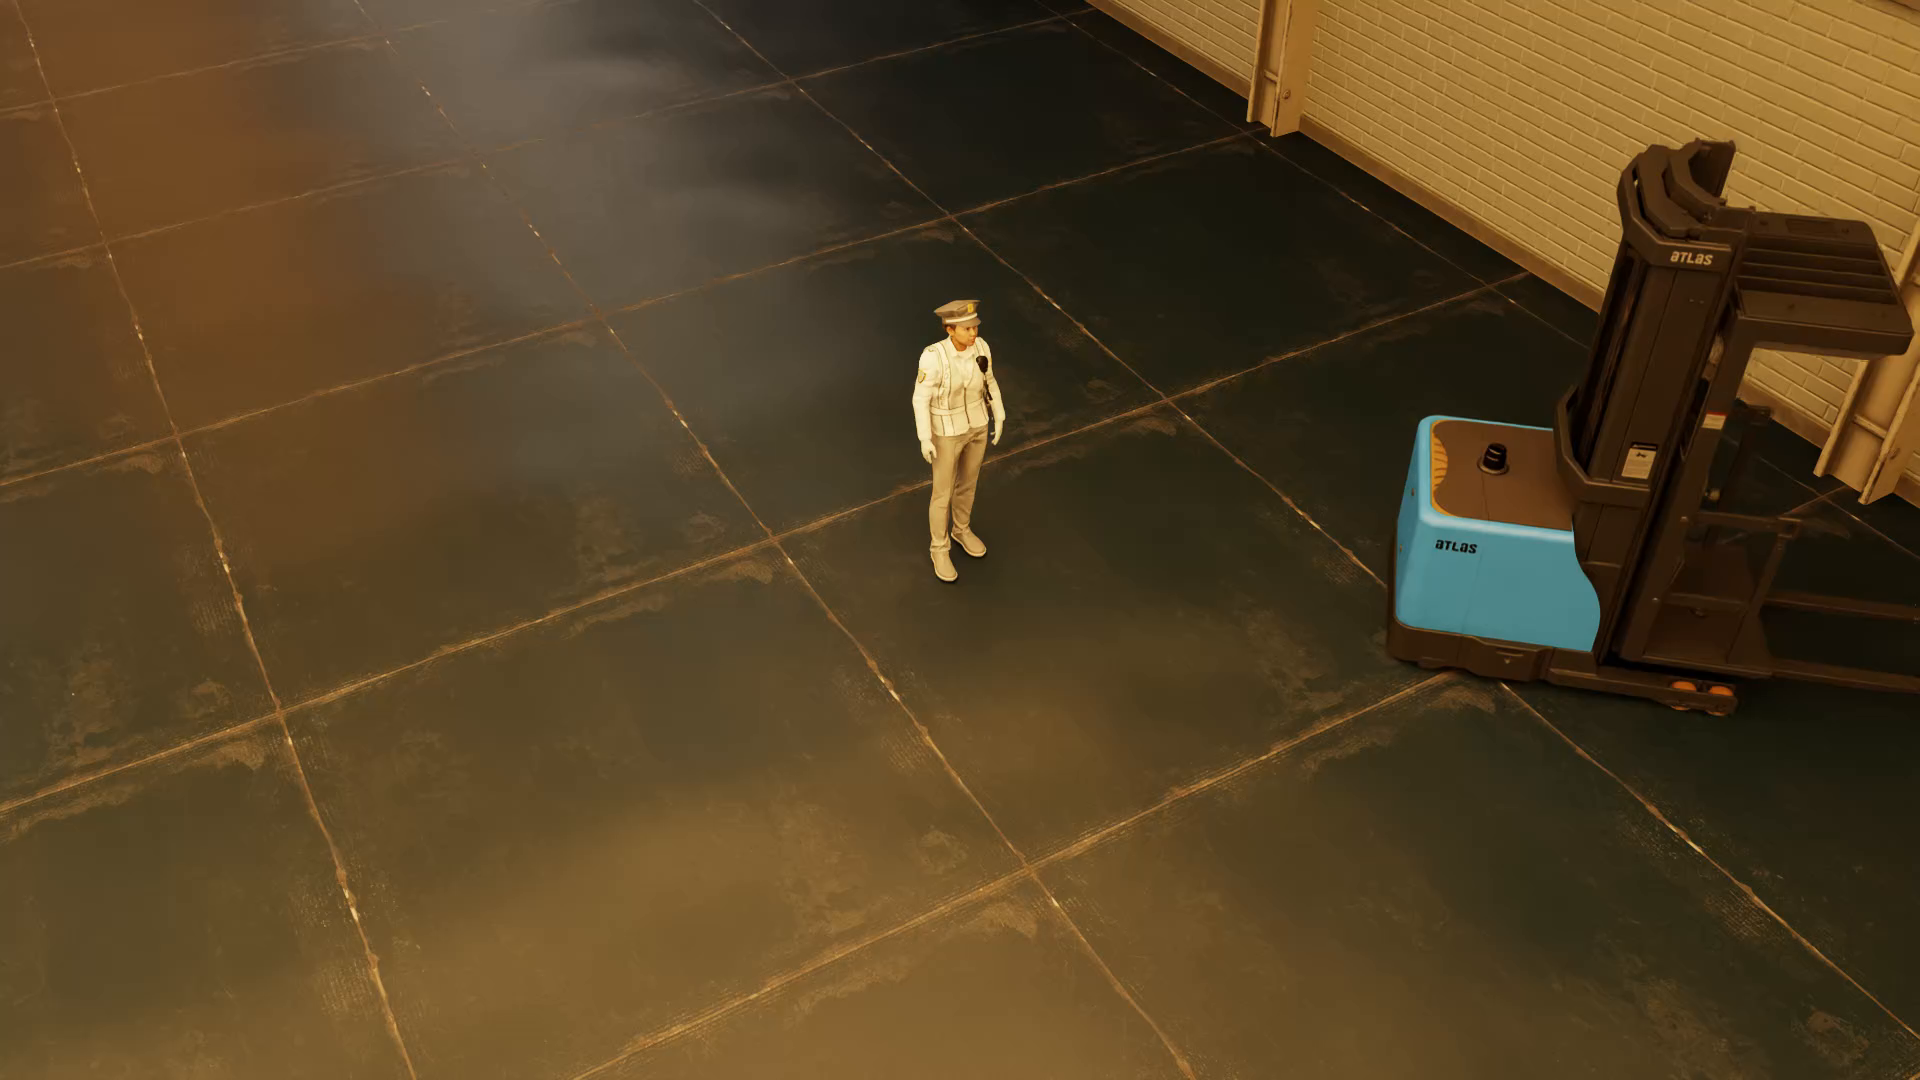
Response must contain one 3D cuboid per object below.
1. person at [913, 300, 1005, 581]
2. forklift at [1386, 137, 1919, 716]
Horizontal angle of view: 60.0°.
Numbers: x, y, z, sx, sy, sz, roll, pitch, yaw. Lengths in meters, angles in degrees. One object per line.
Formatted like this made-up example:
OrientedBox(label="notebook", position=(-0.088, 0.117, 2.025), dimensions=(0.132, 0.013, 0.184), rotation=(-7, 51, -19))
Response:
OrientedBox(label="person", position=(0.028, -0.619, 9.739), dimensions=(0.587, 1.696, 0.534), rotation=(-20, 44, -23))
OrientedBox(label="forklift", position=(4.005, -0.533, 8.679), dimensions=(3.031, 2.935, 1.130), rotation=(8, 40, 9))
